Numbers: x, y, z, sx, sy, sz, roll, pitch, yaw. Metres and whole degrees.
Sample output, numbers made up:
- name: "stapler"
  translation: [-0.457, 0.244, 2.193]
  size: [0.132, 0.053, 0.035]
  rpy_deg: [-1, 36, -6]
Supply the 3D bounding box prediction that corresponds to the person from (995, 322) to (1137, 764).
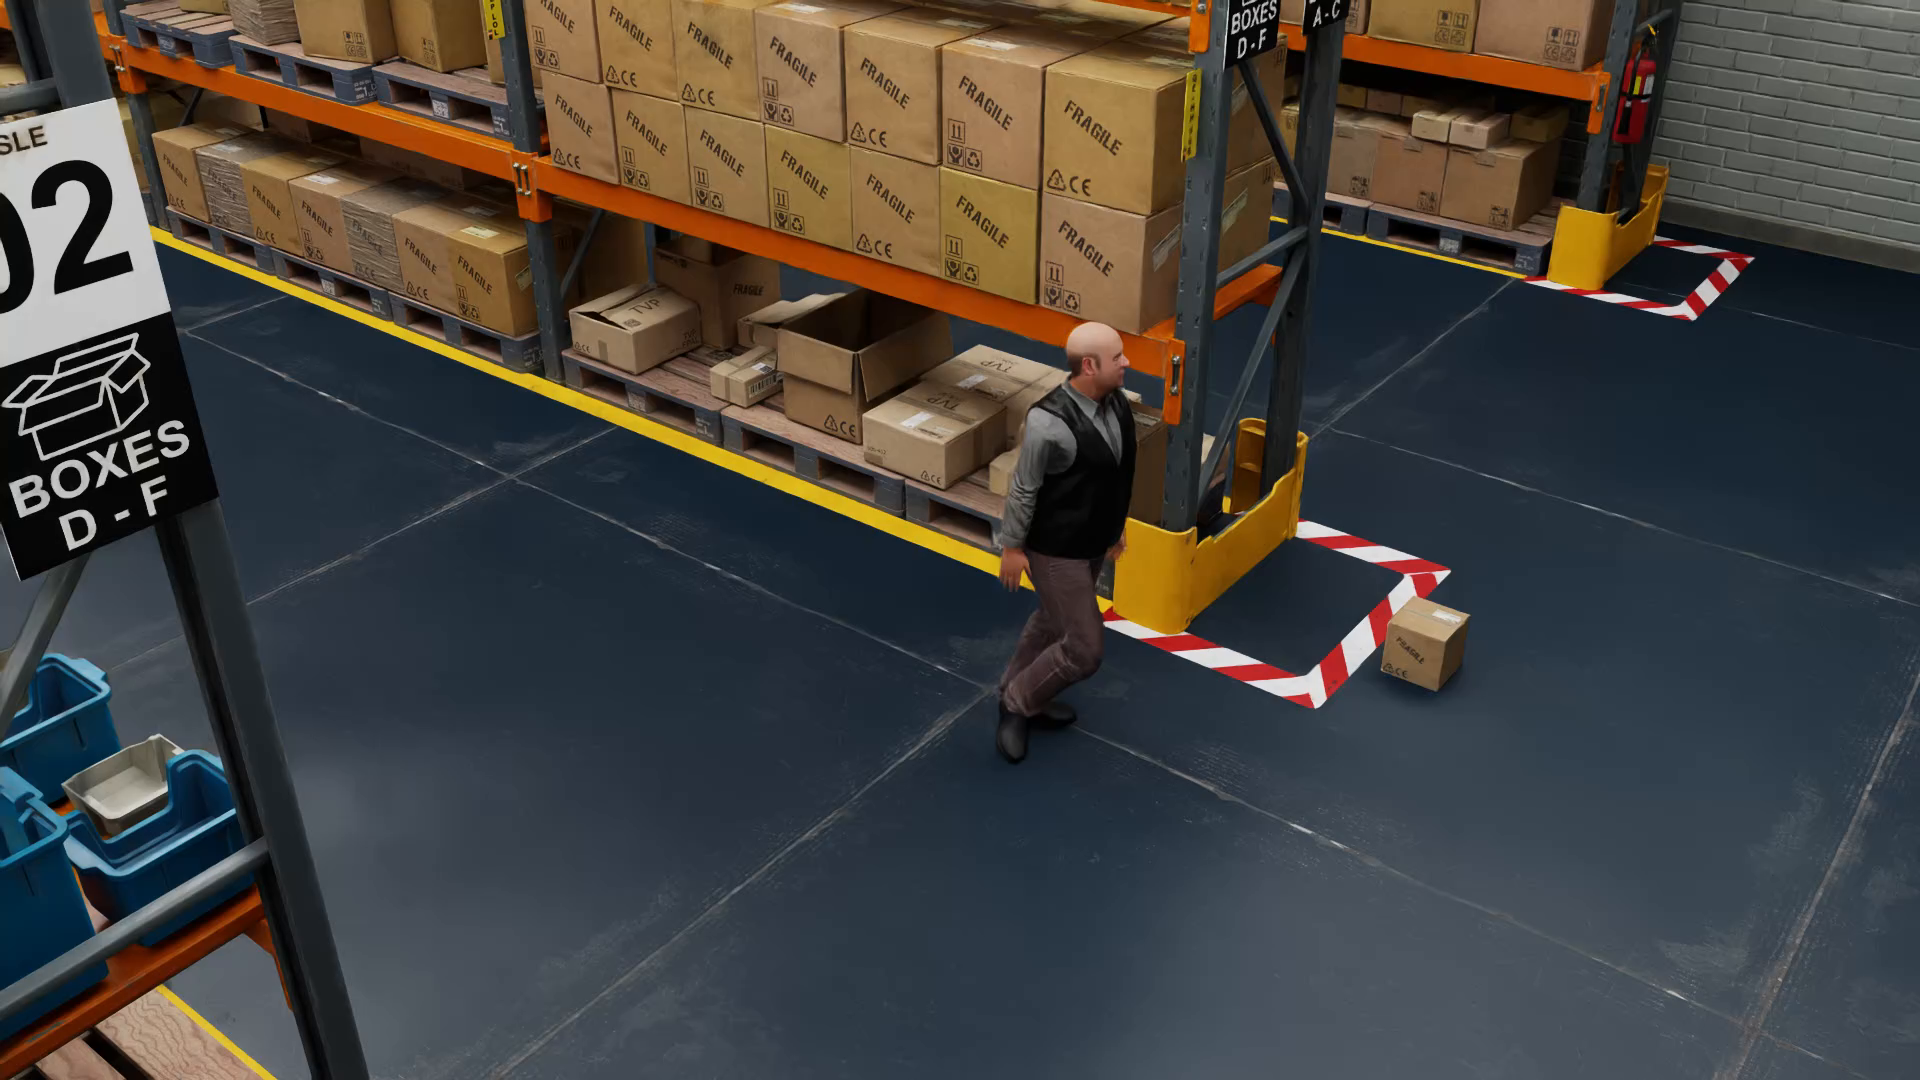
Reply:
- name: "person"
  translation: [0.375, 0.009, 6.104]
  size: [0.508, 1.708, 0.649]
  rpy_deg: [18, 35, 27]
